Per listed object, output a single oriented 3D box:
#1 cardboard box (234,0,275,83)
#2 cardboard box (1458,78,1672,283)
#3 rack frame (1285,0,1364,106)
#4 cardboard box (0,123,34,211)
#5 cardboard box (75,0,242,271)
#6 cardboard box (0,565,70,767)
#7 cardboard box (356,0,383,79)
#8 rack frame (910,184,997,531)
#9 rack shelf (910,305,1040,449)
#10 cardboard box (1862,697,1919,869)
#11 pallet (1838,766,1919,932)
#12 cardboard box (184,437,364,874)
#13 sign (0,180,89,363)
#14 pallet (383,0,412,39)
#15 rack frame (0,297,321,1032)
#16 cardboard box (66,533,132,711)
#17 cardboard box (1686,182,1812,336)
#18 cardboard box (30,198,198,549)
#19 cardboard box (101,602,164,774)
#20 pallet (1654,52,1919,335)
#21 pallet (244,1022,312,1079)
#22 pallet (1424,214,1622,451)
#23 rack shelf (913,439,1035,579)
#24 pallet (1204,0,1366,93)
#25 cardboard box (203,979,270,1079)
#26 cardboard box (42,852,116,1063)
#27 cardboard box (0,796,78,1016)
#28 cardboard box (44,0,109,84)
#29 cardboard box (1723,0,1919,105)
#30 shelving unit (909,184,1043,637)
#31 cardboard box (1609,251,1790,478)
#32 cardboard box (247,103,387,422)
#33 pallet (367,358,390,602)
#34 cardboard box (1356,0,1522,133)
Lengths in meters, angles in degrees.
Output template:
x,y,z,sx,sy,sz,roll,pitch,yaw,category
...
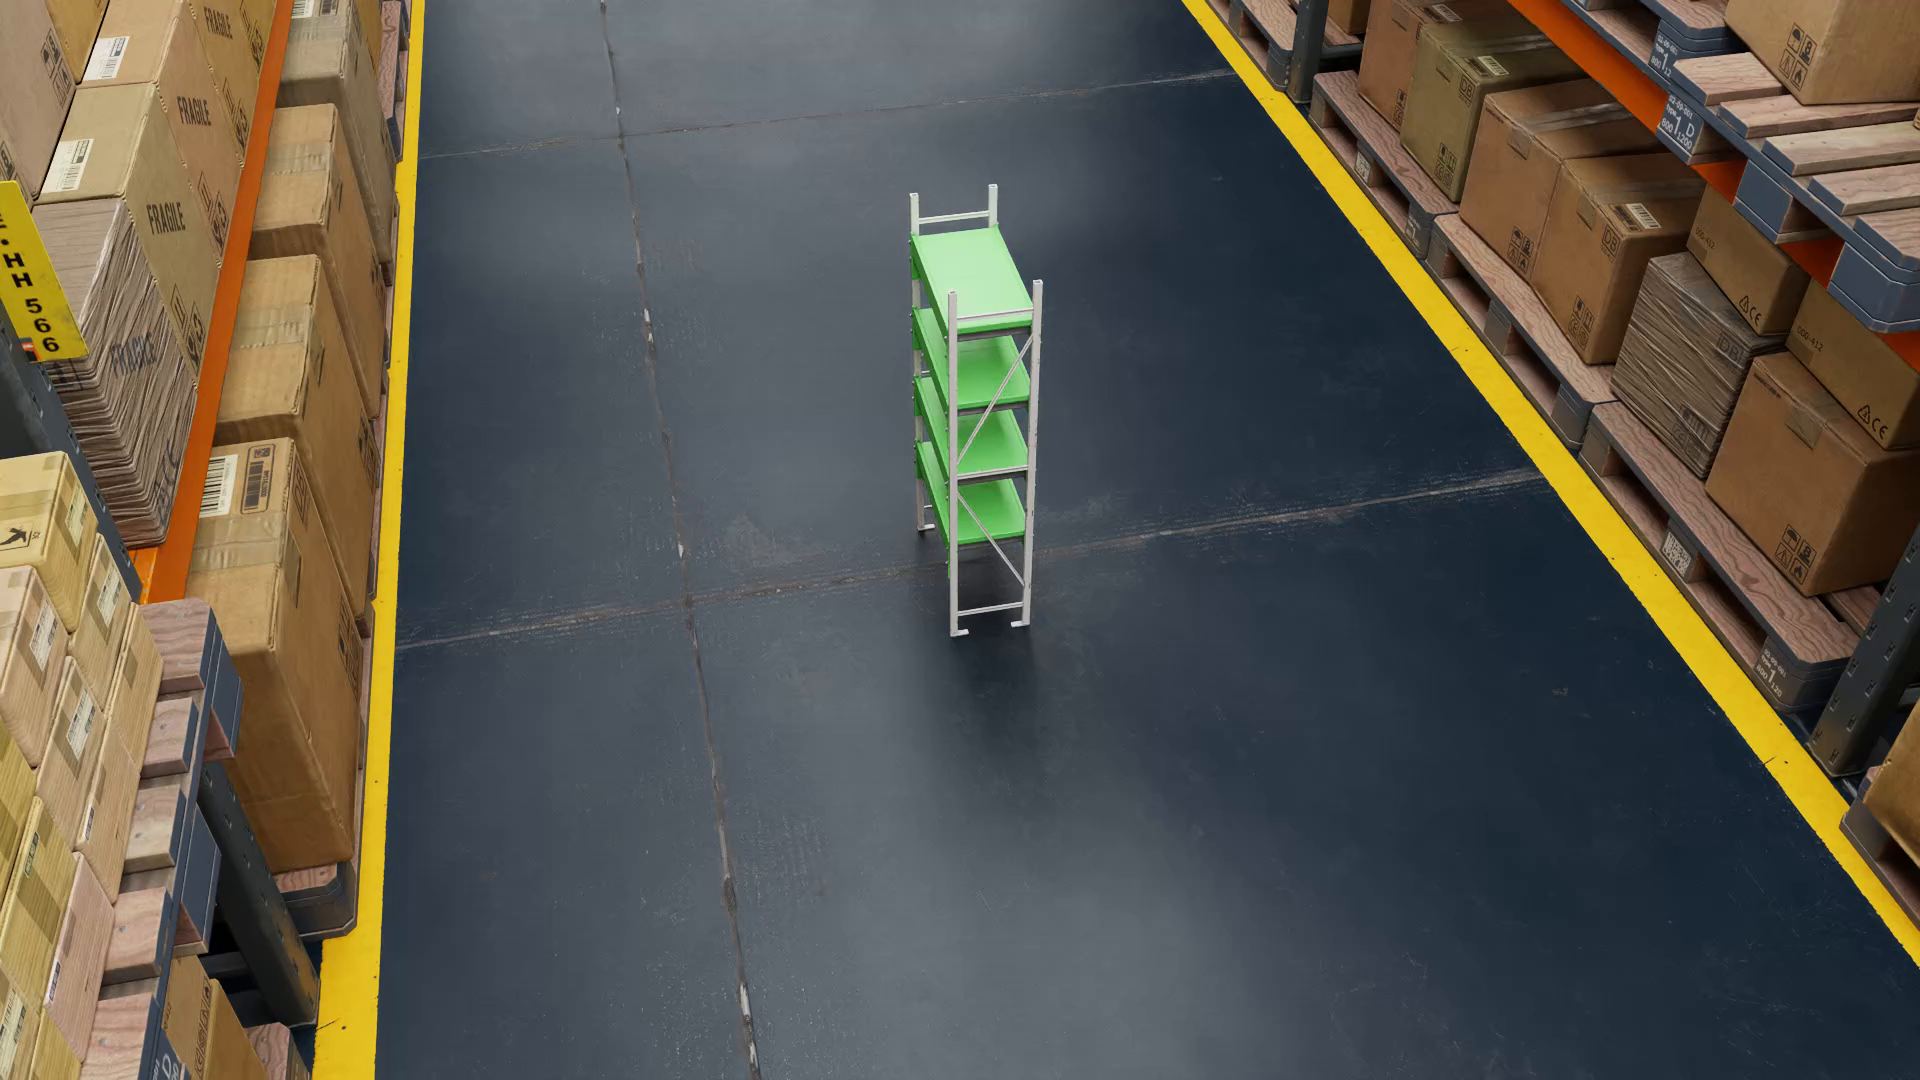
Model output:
x,y,z,sx,sy,sz,roll,pitch,yaw,category
-2.298,-1.611,4.730,0.500,0.500,0.500,-8,42,-9,cardboard box
2.292,-1.328,6.038,0.700,0.500,0.500,-12,43,-13,cardboard box
1.975,-3.174,6.566,1.000,3.000,0.127,-8,42,-9,rack frame
-2.114,-0.639,2.882,0.700,0.500,0.500,-9,42,-10,cardboard box
-2.081,-0.959,3.995,0.500,0.500,0.500,-8,42,-9,cardboard box
-1.421,0.194,2.197,0.380,0.149,0.250,-9,42,-10,cardboard box
-2.957,-2.309,6.875,0.875,0.875,0.875,-8,42,-9,cardboard box
-0.017,-0.500,4.909,0.240,1.200,0.015,-8,42,-9,rack frame
0.036,-0.473,4.614,0.258,0.148,0.480,-8,42,-9,rack shelf
2.967,0.507,3.703,1.225,0.875,0.875,-10,43,-11,cardboard box
2.935,0.984,3.983,1.003,0.211,1.213,-8,42,-9,pallet
-2.070,0.341,3.985,1.050,0.750,0.750,-9,42,-10,cardboard box
-1.499,-0.423,2.654,0.100,0.325,0.005,-8,42,-9,sign
-3.245,-2.782,8.225,1.003,0.211,1.213,-8,42,-9,pallet
-2.027,0.064,2.918,1.000,3.000,0.127,-8,42,-9,rack frame
-1.475,0.145,2.476,0.380,0.149,0.250,-8,42,-8,cardboard box
2.540,-0.863,4.950,0.500,0.250,0.500,-4,42,-4,cardboard box
-1.860,-0.303,3.256,0.500,0.500,0.500,-8,42,-9,cardboard box
-1.471,0.255,2.576,0.380,0.149,0.250,-8,42,-9,cardboard box
2.580,-0.956,4.212,1.213,0.211,1.003,-8,42,-9,pallet
-1.859,1.614,3.273,1.003,0.211,1.213,-8,42,-9,pallet
2.411,-0.834,6.030,1.003,0.211,1.213,-8,42,-9,pallet
0.036,-0.114,4.933,0.258,0.148,0.480,-8,42,-9,rack shelf
1.795,-2.561,7.976,1.003,0.211,1.213,-8,42,-9,pallet
-1.629,1.231,3.170,0.500,0.500,0.500,-9,42,-9,cardboard box
-1.364,0.583,2.206,0.380,0.149,0.250,-8,42,-9,cardboard box
-1.357,0.488,2.090,0.380,0.149,0.250,-7,42,-8,cardboard box
-2.337,-1.299,3.626,0.700,0.500,0.500,-9,42,-10,cardboard box
2.464,-1.467,4.252,0.700,0.500,0.500,-3,42,-3,cardboard box
0.036,-0.341,4.731,0.258,1.200,0.503,-8,42,-9,shelving unit
2.542,-0.600,5.218,0.700,0.500,0.500,-12,43,-13,cardboard box
-2.464,-0.829,5.302,1.050,0.750,0.750,-8,42,-9,cardboard box
-2.383,-0.204,5.321,1.003,0.211,1.213,-8,42,-9,pallet
2.086,-2.002,6.798,0.700,0.500,0.500,-11,43,-13,cardboard box
